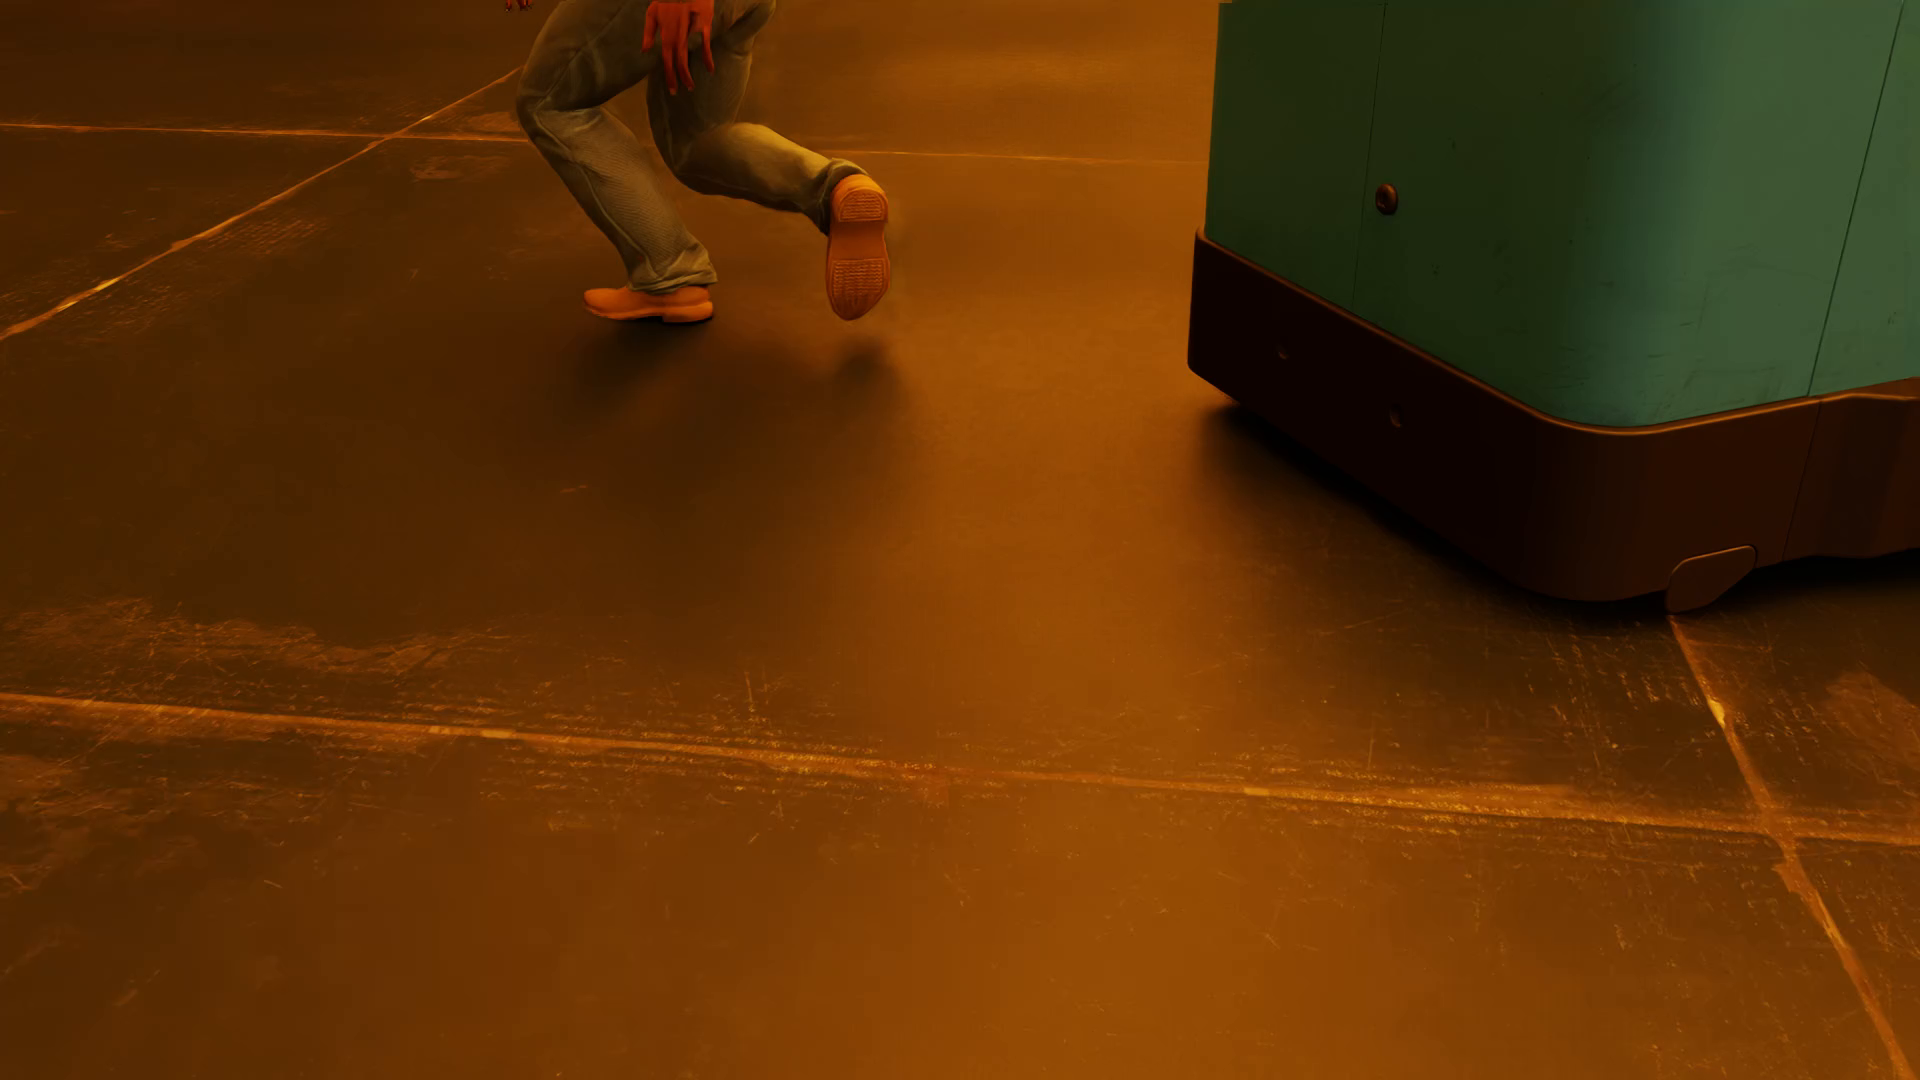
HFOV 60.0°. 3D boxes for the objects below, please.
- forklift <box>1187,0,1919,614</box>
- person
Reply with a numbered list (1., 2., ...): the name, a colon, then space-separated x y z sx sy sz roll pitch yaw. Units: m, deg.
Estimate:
1. forklift: 1.973 -1.624 2.473 3.031 2.935 1.130 -10 28 -20
2. person: -0.544 -1.106 3.038 0.833 1.542 0.680 6 27 12
